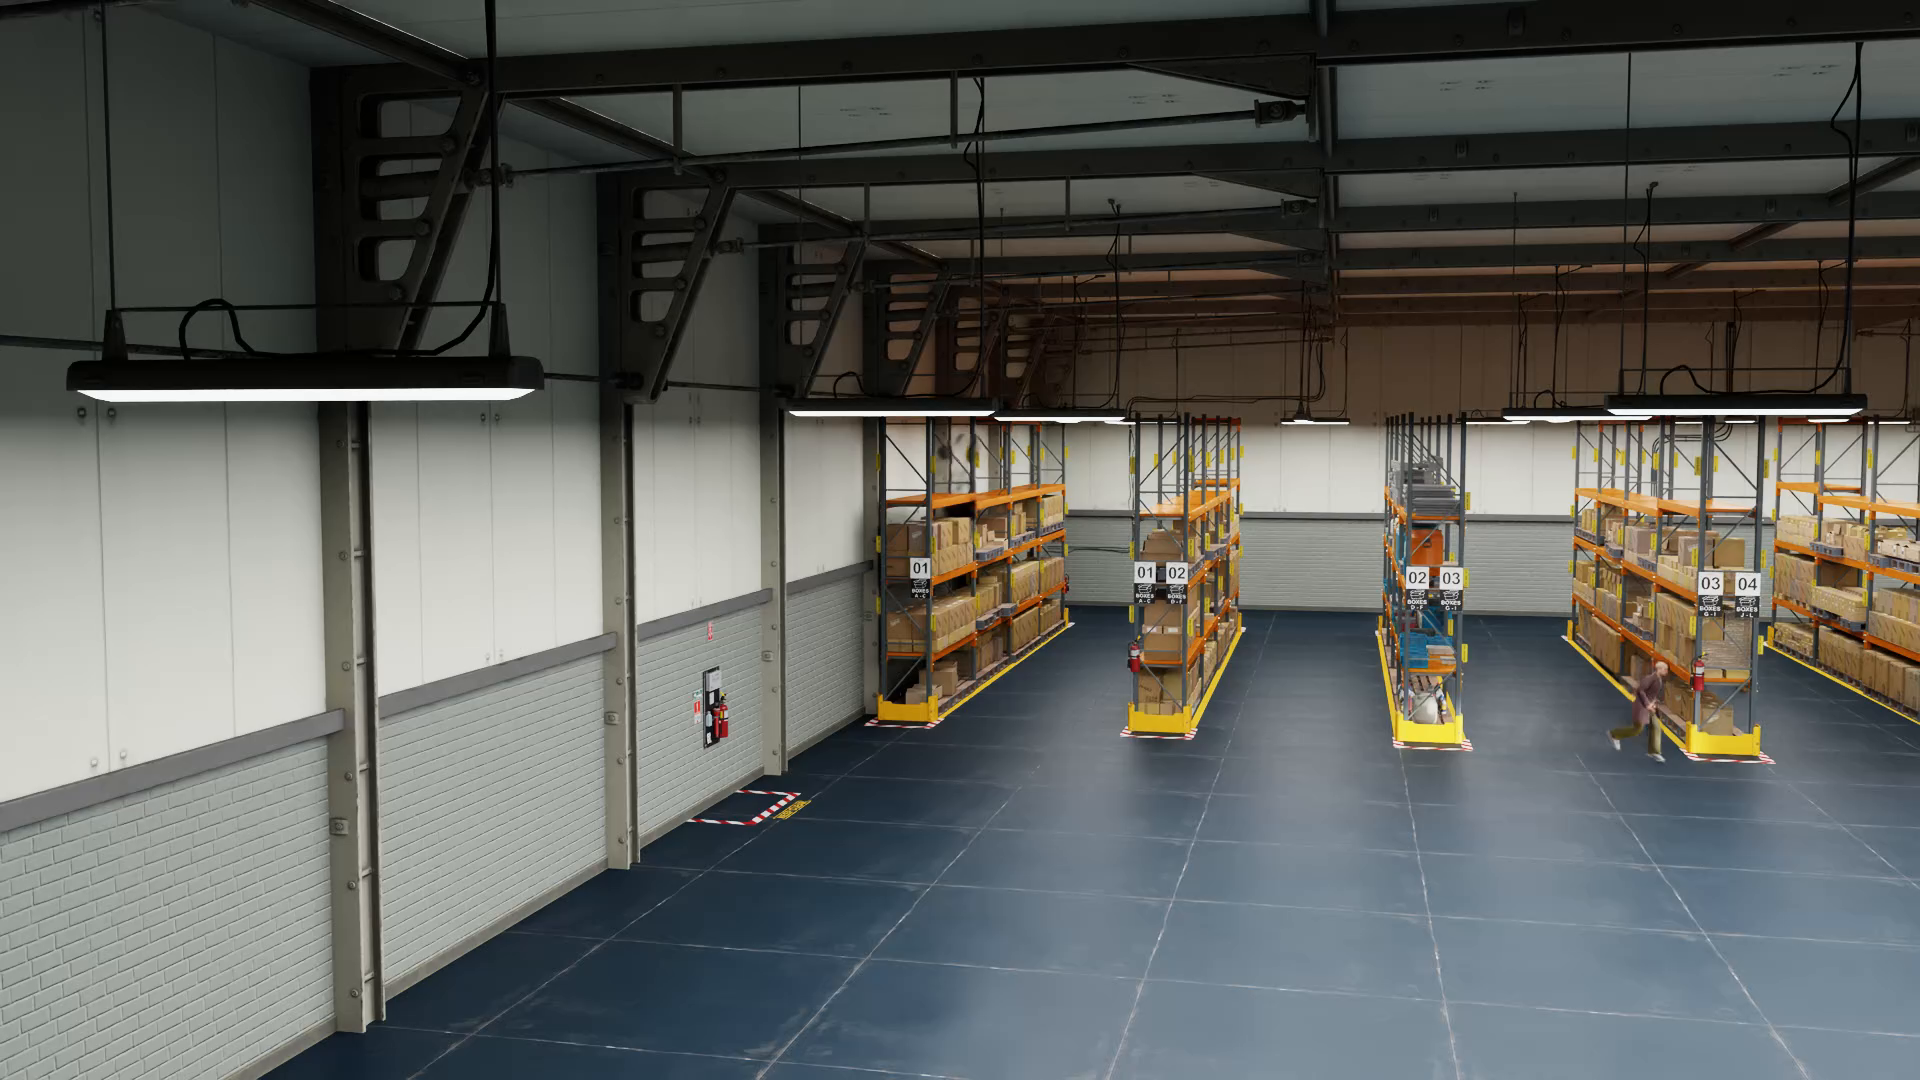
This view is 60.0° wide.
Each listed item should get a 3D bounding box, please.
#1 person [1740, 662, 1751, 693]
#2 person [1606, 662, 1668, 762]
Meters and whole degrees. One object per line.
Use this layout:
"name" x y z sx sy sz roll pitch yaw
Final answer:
"person" 17.008 2.386 36.229 0.667 1.786 0.956 1 4 9
"person" 11.754 2.941 28.803 1.048 1.742 0.733 3 5 36
